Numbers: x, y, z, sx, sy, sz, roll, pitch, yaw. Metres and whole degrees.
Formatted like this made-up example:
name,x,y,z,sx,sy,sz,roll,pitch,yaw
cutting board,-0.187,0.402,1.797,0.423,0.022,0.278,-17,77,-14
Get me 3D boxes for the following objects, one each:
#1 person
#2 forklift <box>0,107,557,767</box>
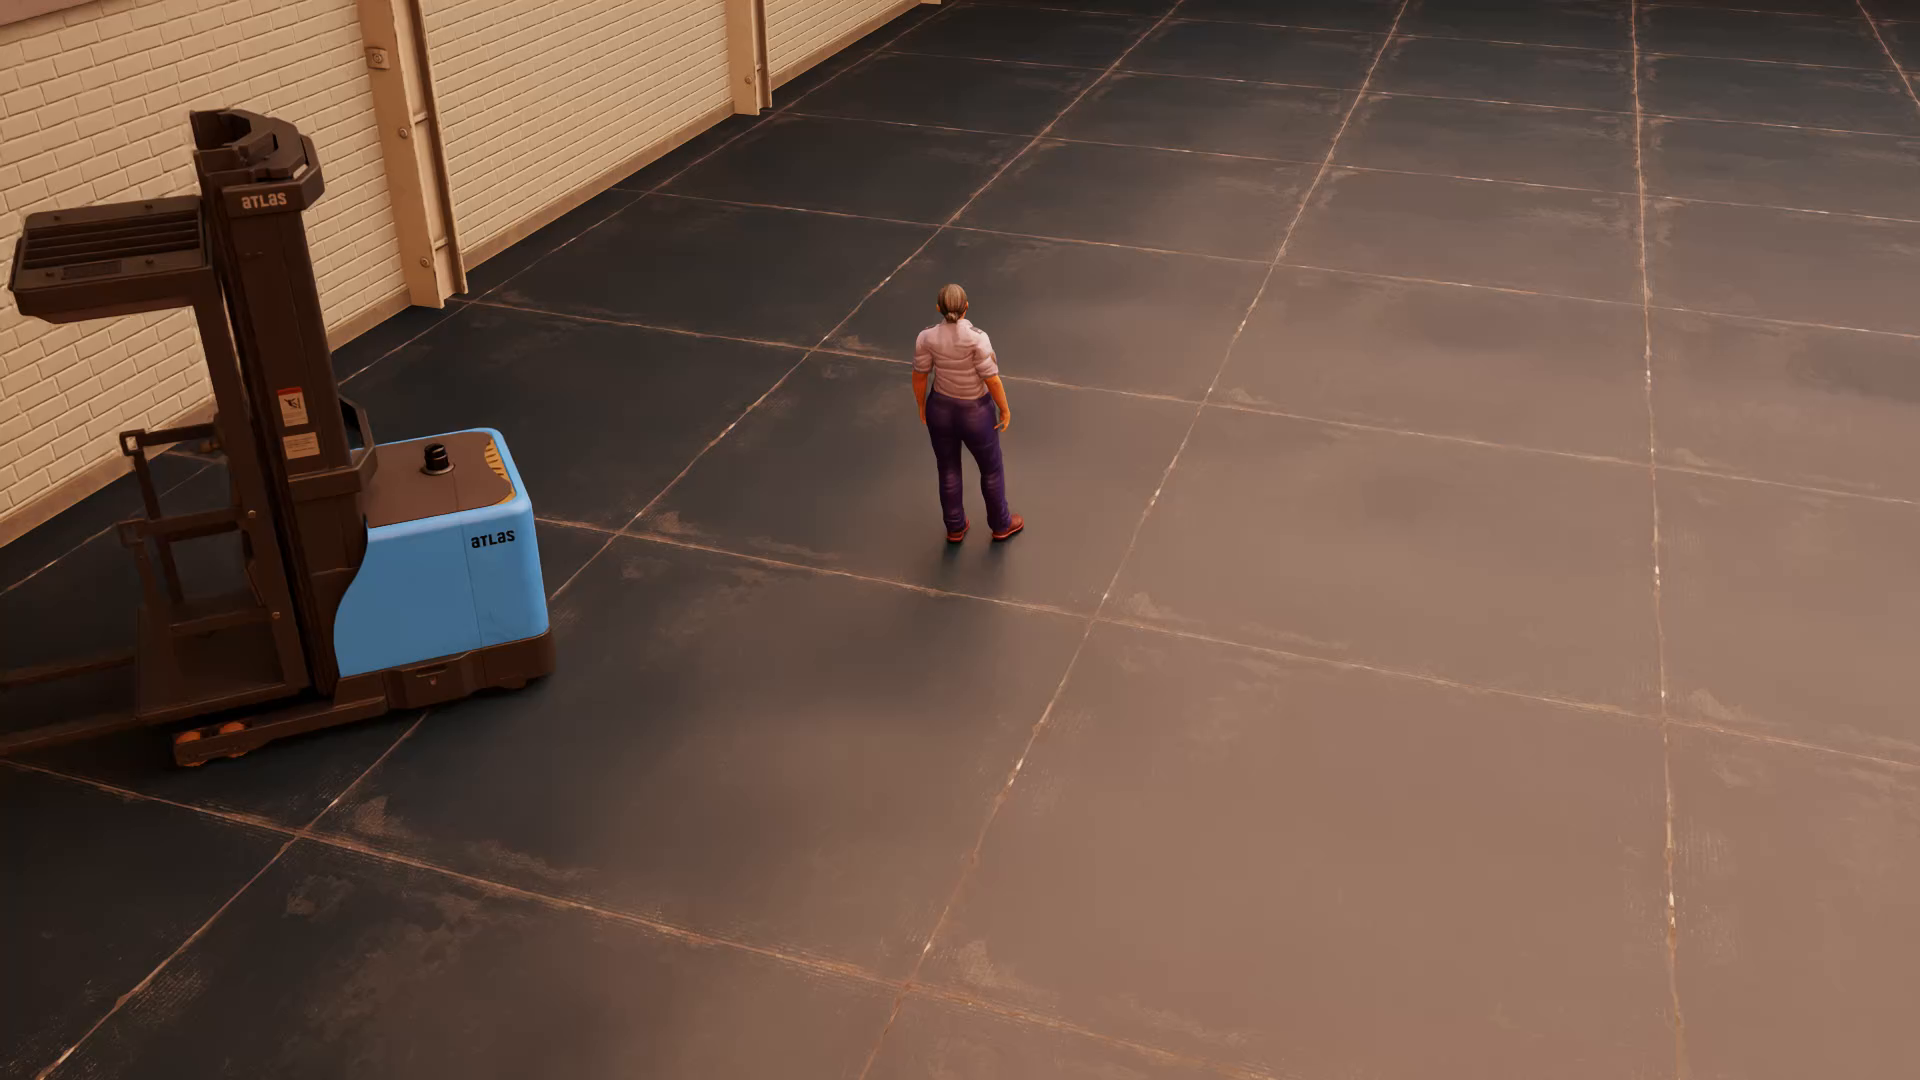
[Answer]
name,x,y,z,sx,sy,sz,roll,pitch,yaw
person,0.050,-0.761,9.751,0.599,1.650,0.503,10,31,16
forklift,-3.696,-0.462,7.946,3.031,2.935,1.130,-12,32,-20
